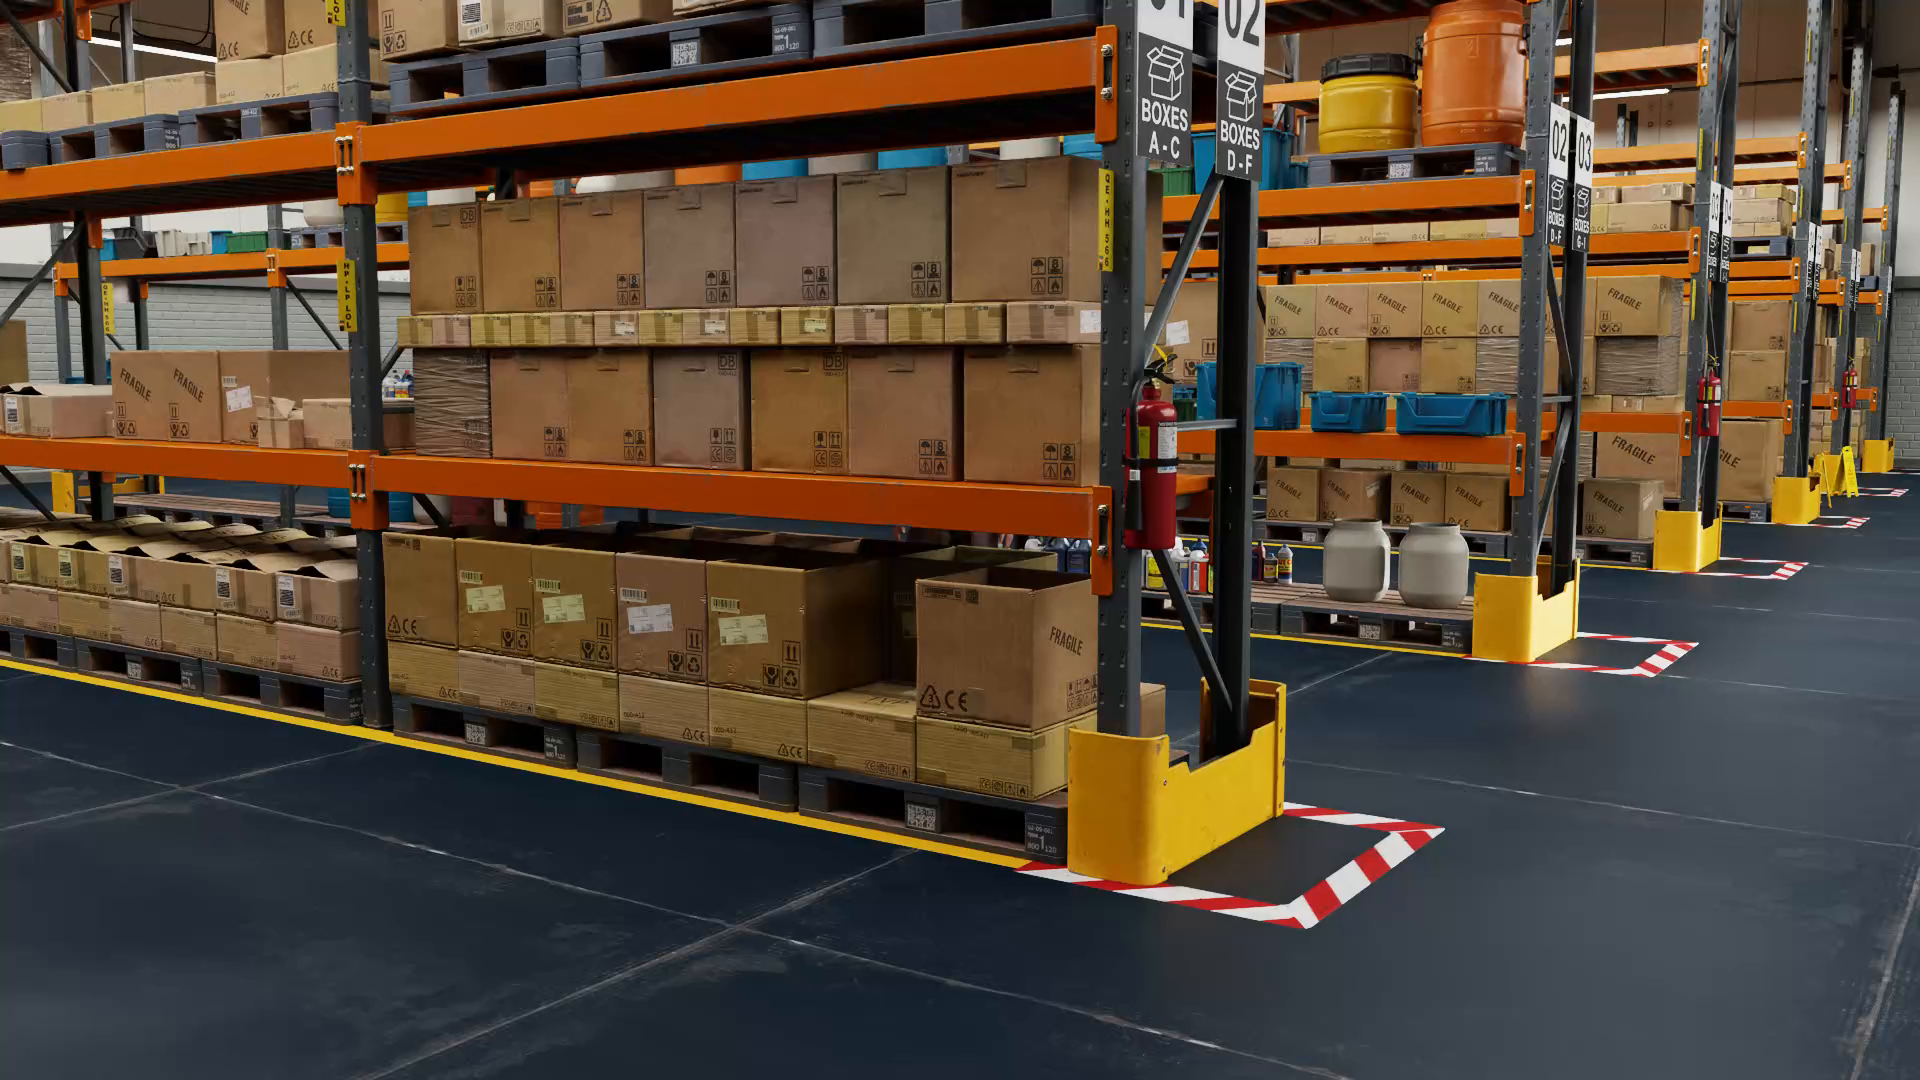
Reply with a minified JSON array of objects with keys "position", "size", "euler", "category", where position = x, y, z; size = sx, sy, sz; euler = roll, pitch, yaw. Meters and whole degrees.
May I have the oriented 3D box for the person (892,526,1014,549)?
[{"position":[-0.030,-0.076,8.601],"size":[0.695,1.776,0.582],"euler":[0,6,2],"category":"person"}]
